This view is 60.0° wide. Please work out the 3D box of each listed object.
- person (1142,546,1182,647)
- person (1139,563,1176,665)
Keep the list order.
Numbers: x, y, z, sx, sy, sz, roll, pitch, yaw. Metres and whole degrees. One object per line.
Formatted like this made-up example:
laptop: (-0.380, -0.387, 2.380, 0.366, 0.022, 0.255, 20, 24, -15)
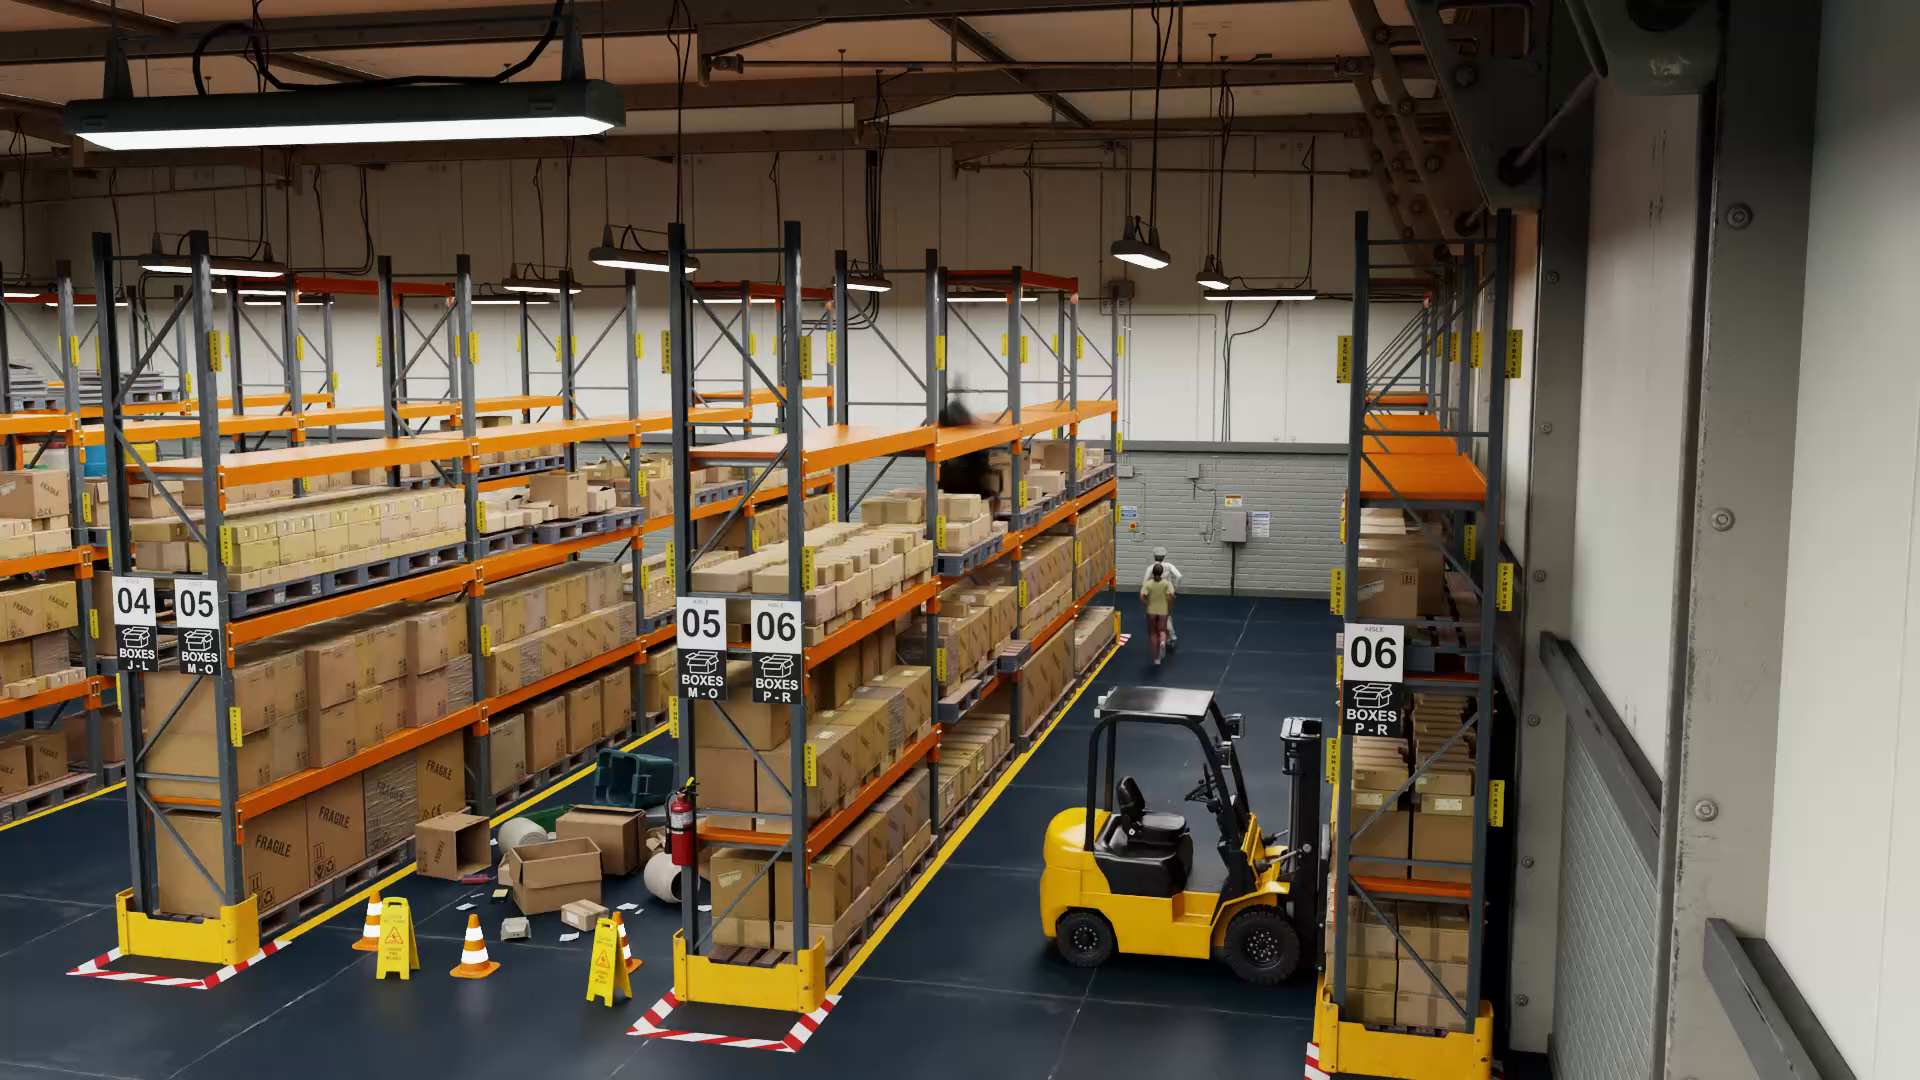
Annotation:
person: (3.360, 0.980, 27.721, 0.622, 1.732, 0.806, -1, 7, -8)
person: (3.107, 1.176, 26.203, 0.581, 1.626, 0.565, 1, 7, 4)
